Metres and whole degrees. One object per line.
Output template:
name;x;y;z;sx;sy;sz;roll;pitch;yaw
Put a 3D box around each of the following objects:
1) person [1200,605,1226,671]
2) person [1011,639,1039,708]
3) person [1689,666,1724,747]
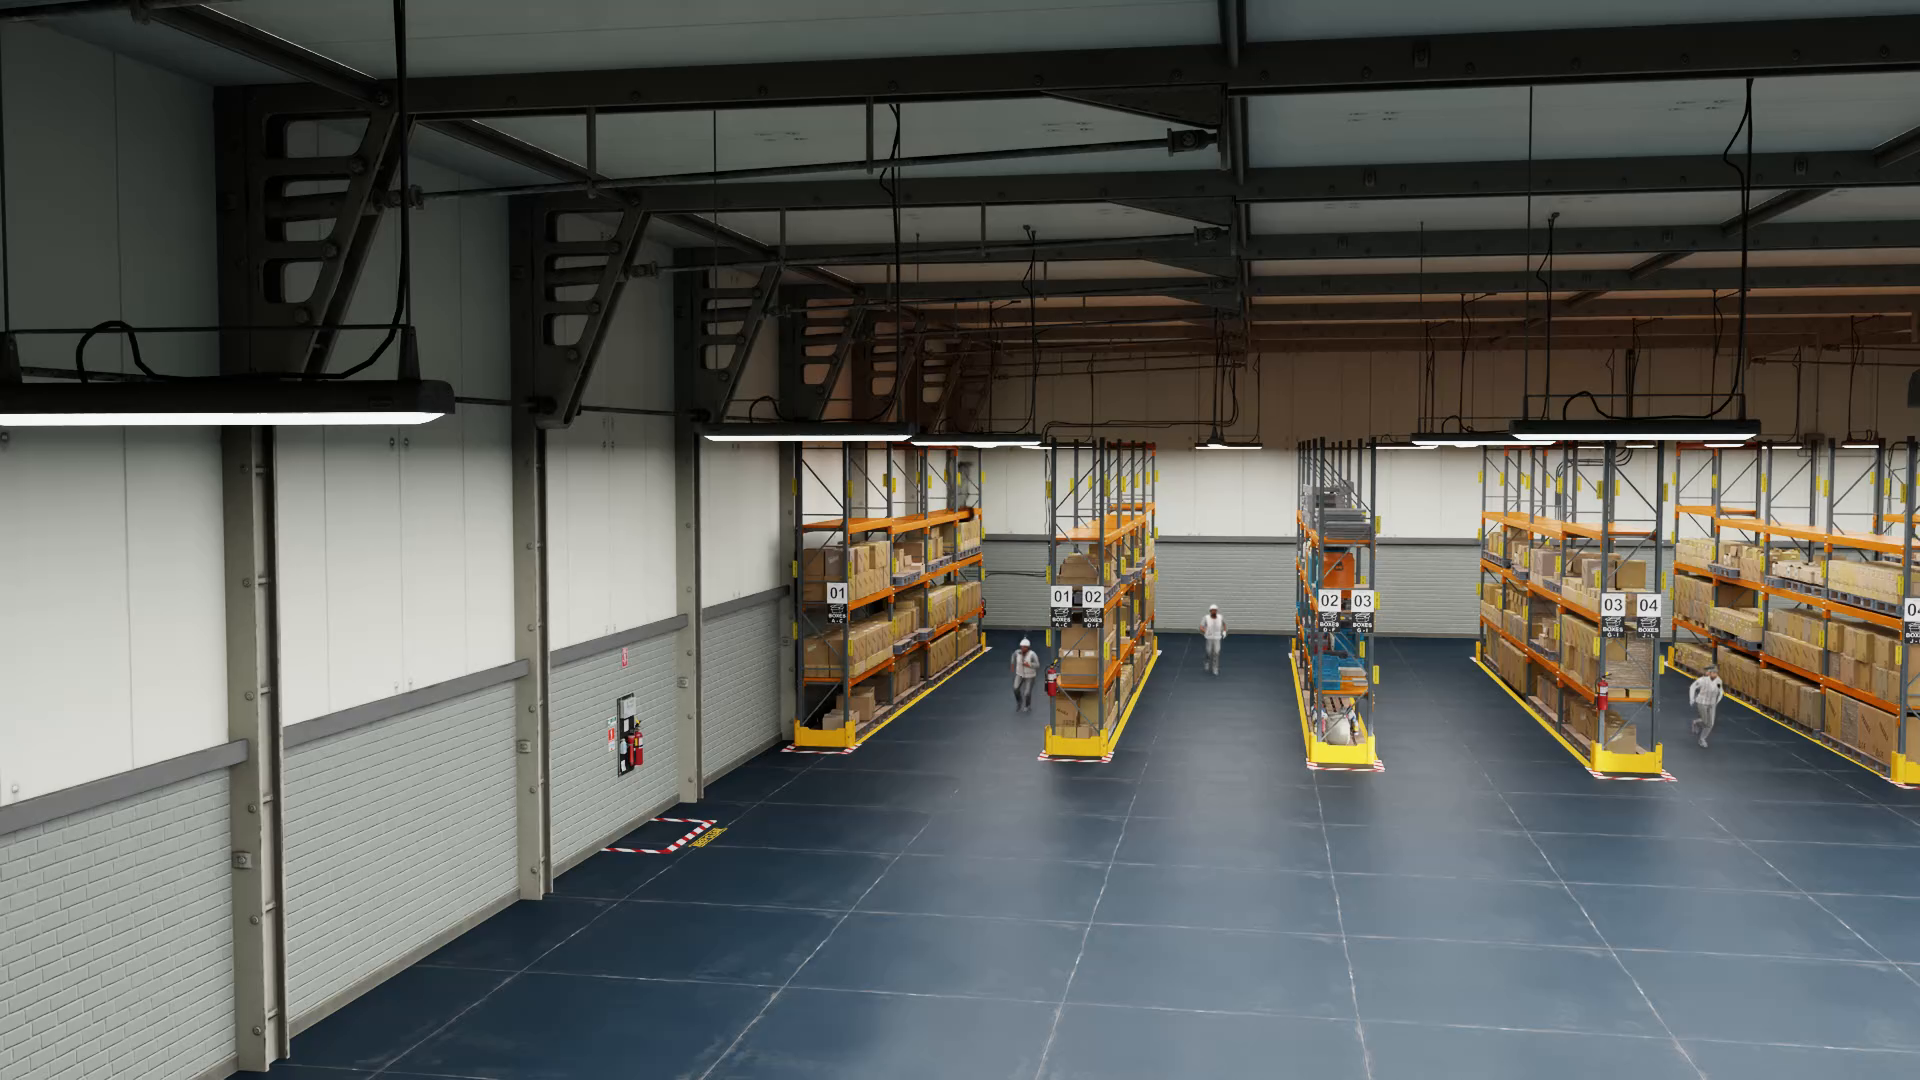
person;6.537;2.524;42.977;0.708;1.716;0.723;0;3;-3
person;1.429;2.943;36.580;0.703;1.590;0.829;1;3;15
person;14.556;3.220;32.448;0.608;1.620;0.693;0;3;-9
